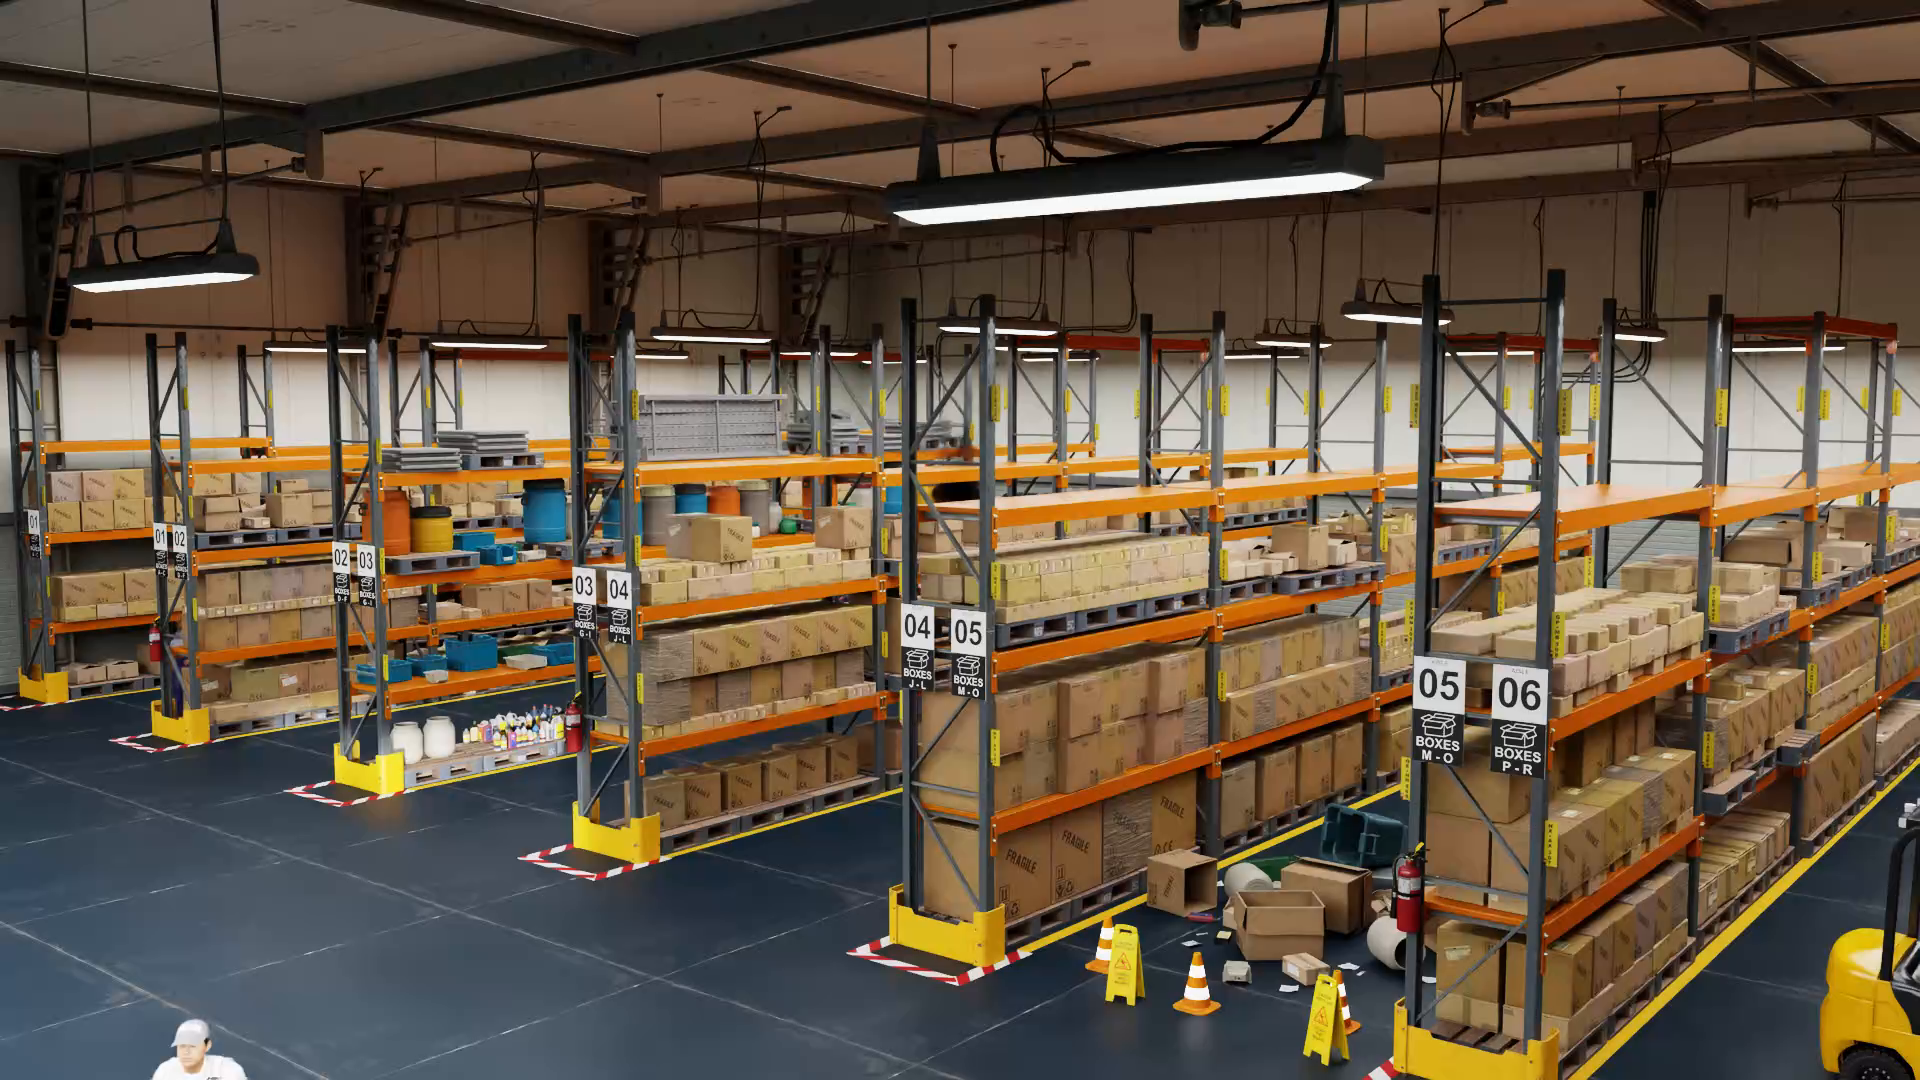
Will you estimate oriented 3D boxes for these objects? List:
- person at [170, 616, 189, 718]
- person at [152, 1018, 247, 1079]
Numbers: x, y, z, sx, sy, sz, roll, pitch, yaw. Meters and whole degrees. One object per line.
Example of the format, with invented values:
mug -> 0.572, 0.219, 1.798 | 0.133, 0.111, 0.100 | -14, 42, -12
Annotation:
person -> -12.281, 2.005, 26.432 | 0.612, 1.614, 0.722 | 3, 6, 26
person -> -4.256, 3.522, 9.353 | 0.572, 1.726, 0.726 | -2, 5, -19
